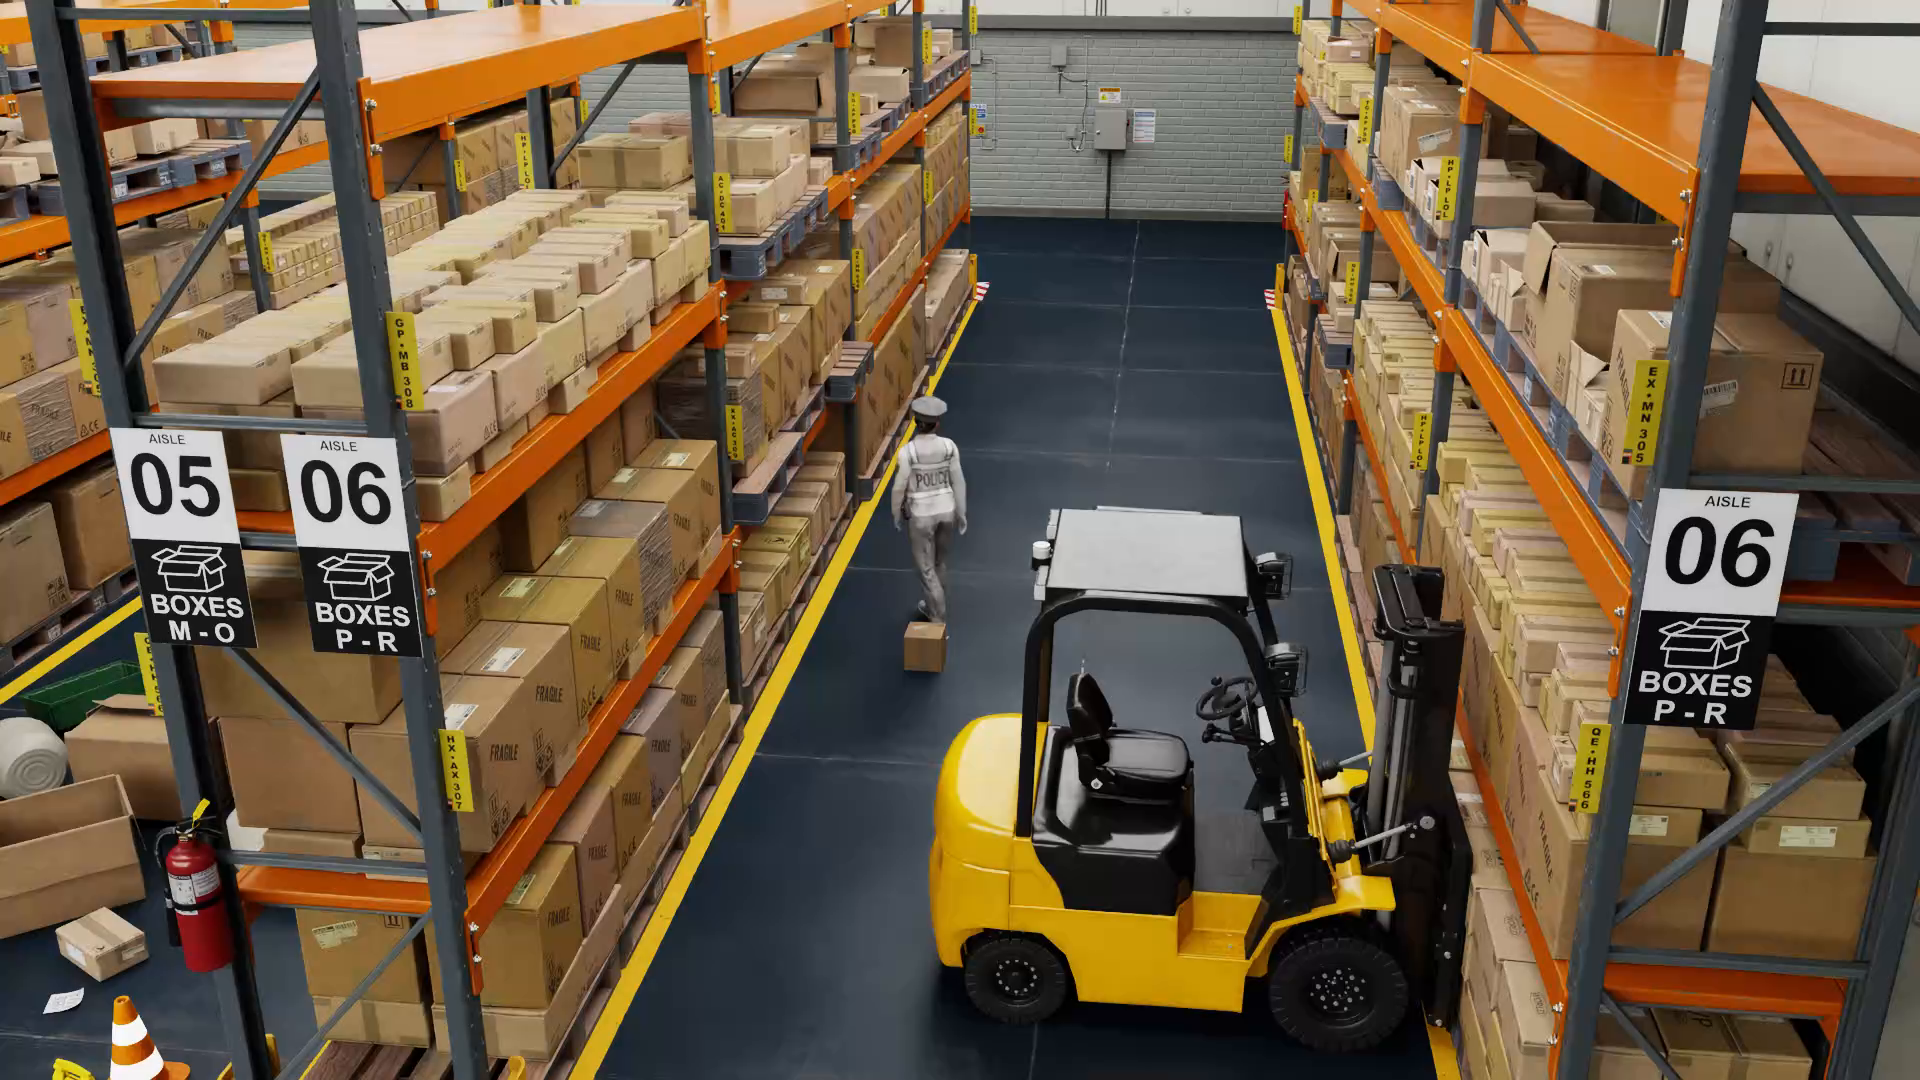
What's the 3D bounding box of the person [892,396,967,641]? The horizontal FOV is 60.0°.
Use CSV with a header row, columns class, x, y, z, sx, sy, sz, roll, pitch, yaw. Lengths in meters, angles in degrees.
class,x,y,z,sx,sy,sz,roll,pitch,yaw
person,-0.211,-0.158,11.429,0.530,1.649,0.640,-13,25,-30
